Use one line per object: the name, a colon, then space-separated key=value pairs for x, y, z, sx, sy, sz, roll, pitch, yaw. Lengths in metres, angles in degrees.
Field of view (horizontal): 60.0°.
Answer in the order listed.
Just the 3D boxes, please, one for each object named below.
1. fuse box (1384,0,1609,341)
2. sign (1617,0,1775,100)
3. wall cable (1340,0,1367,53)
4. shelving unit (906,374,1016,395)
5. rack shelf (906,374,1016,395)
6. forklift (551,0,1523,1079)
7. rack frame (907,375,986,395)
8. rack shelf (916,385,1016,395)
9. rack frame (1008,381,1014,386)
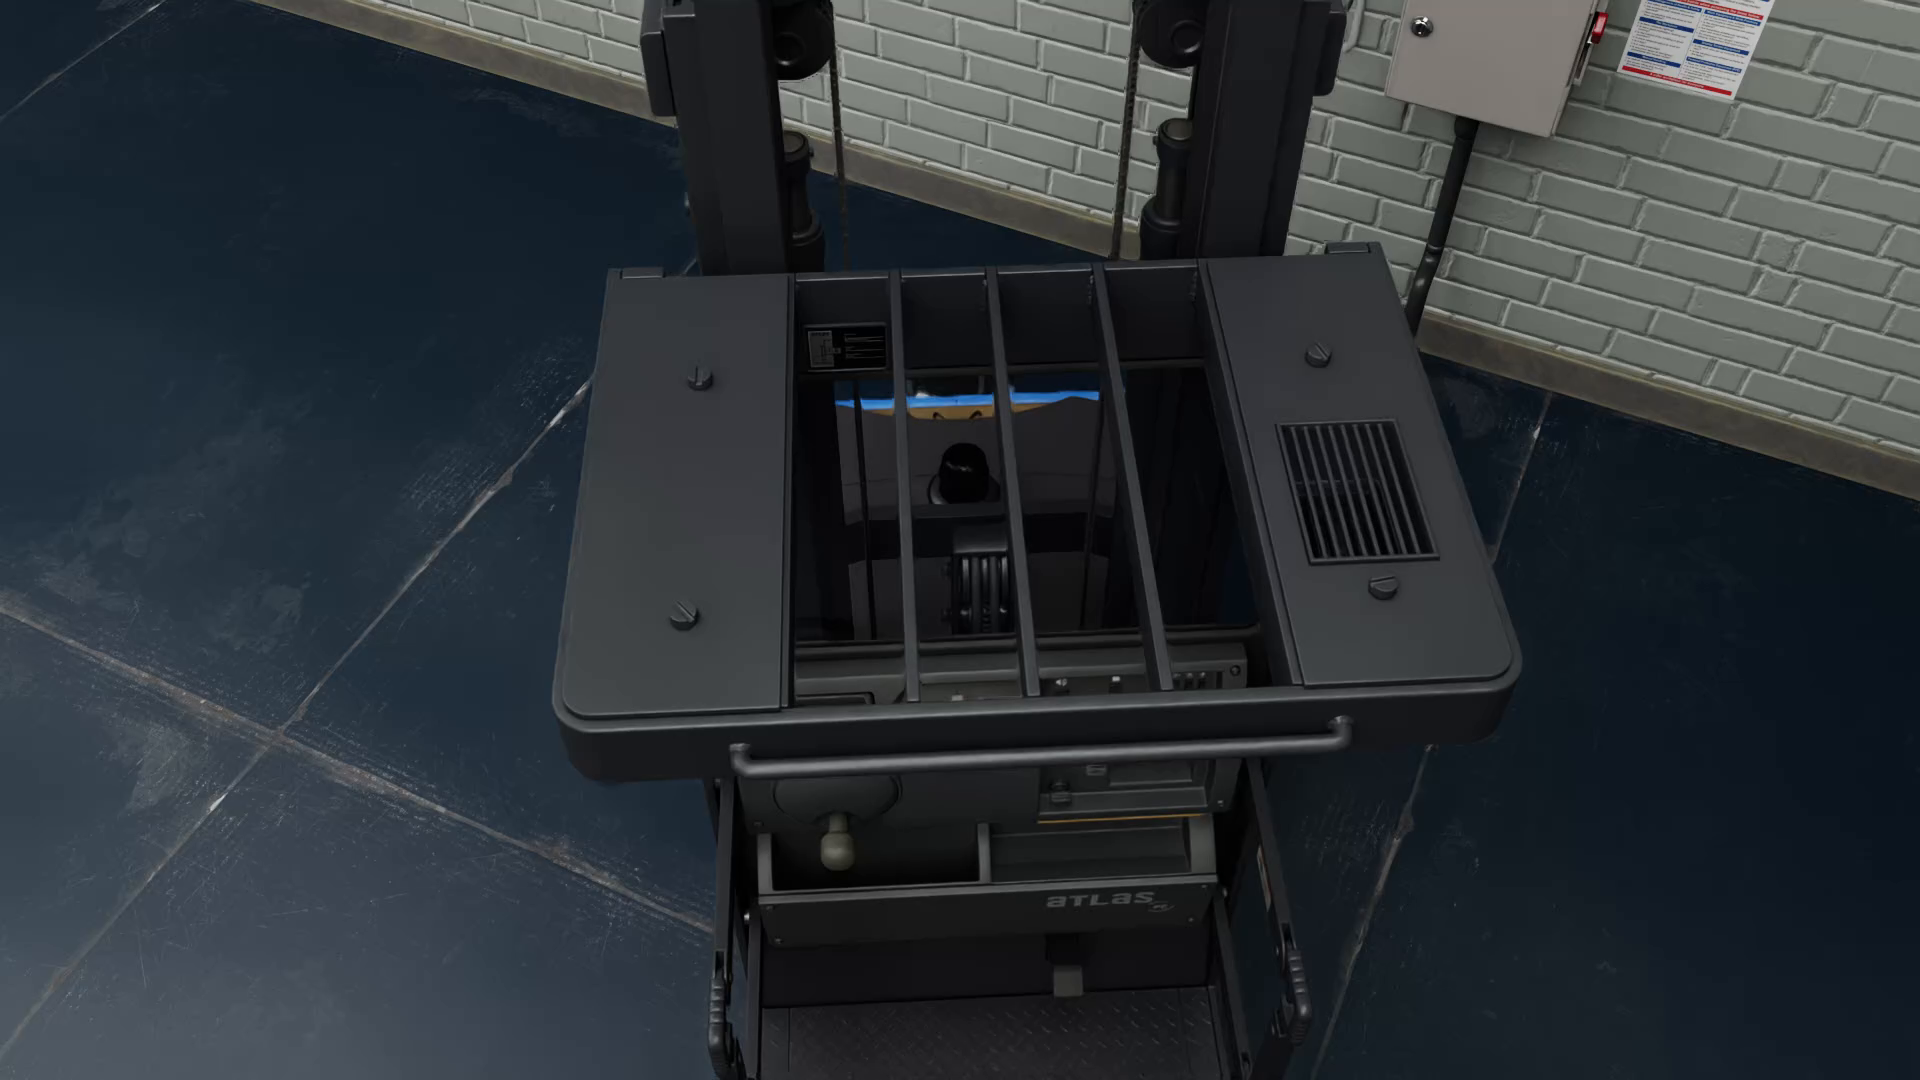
fuse box: x=1.517 y=-1.096 z=5.059 sx=0.539 sy=1.711 sz=0.414 roll=20 pitch=52 yaw=16
sign: x=2.052 y=-1.465 z=4.589 sx=0.329 sy=0.494 sz=0.001 roll=20 pitch=52 yaw=16
wall cable: x=0.967 y=-2.173 z=4.463 sx=0.588 sy=1.984 sz=0.122 roll=20 pitch=52 yaw=16
shelving unit: x=0.003 y=-0.297 z=4.912 sx=0.258 sy=0.900 sz=0.210 roll=20 pitch=52 yaw=16
rack shelf: x=0.003 y=-0.451 z=4.732 sx=0.258 sy=0.077 sz=0.200 roll=20 pitch=52 yaw=16
forklift: x=0.069 y=0.501 z=2.900 sx=1.130 sy=2.935 sz=3.031 roll=-2 pitch=50 yaw=-2
rack frame: x=-0.040 y=-0.227 z=4.852 sx=0.240 sy=0.900 sz=0.006 roll=20 pitch=52 yaw=16
rack shelf: x=0.003 y=-0.392 z=4.800 sx=0.258 sy=0.077 sz=0.200 roll=20 pitch=52 yaw=16
rack frame: x=0.047 y=-0.367 z=4.972 sx=0.240 sy=0.900 sz=0.006 roll=20 pitch=52 yaw=16
